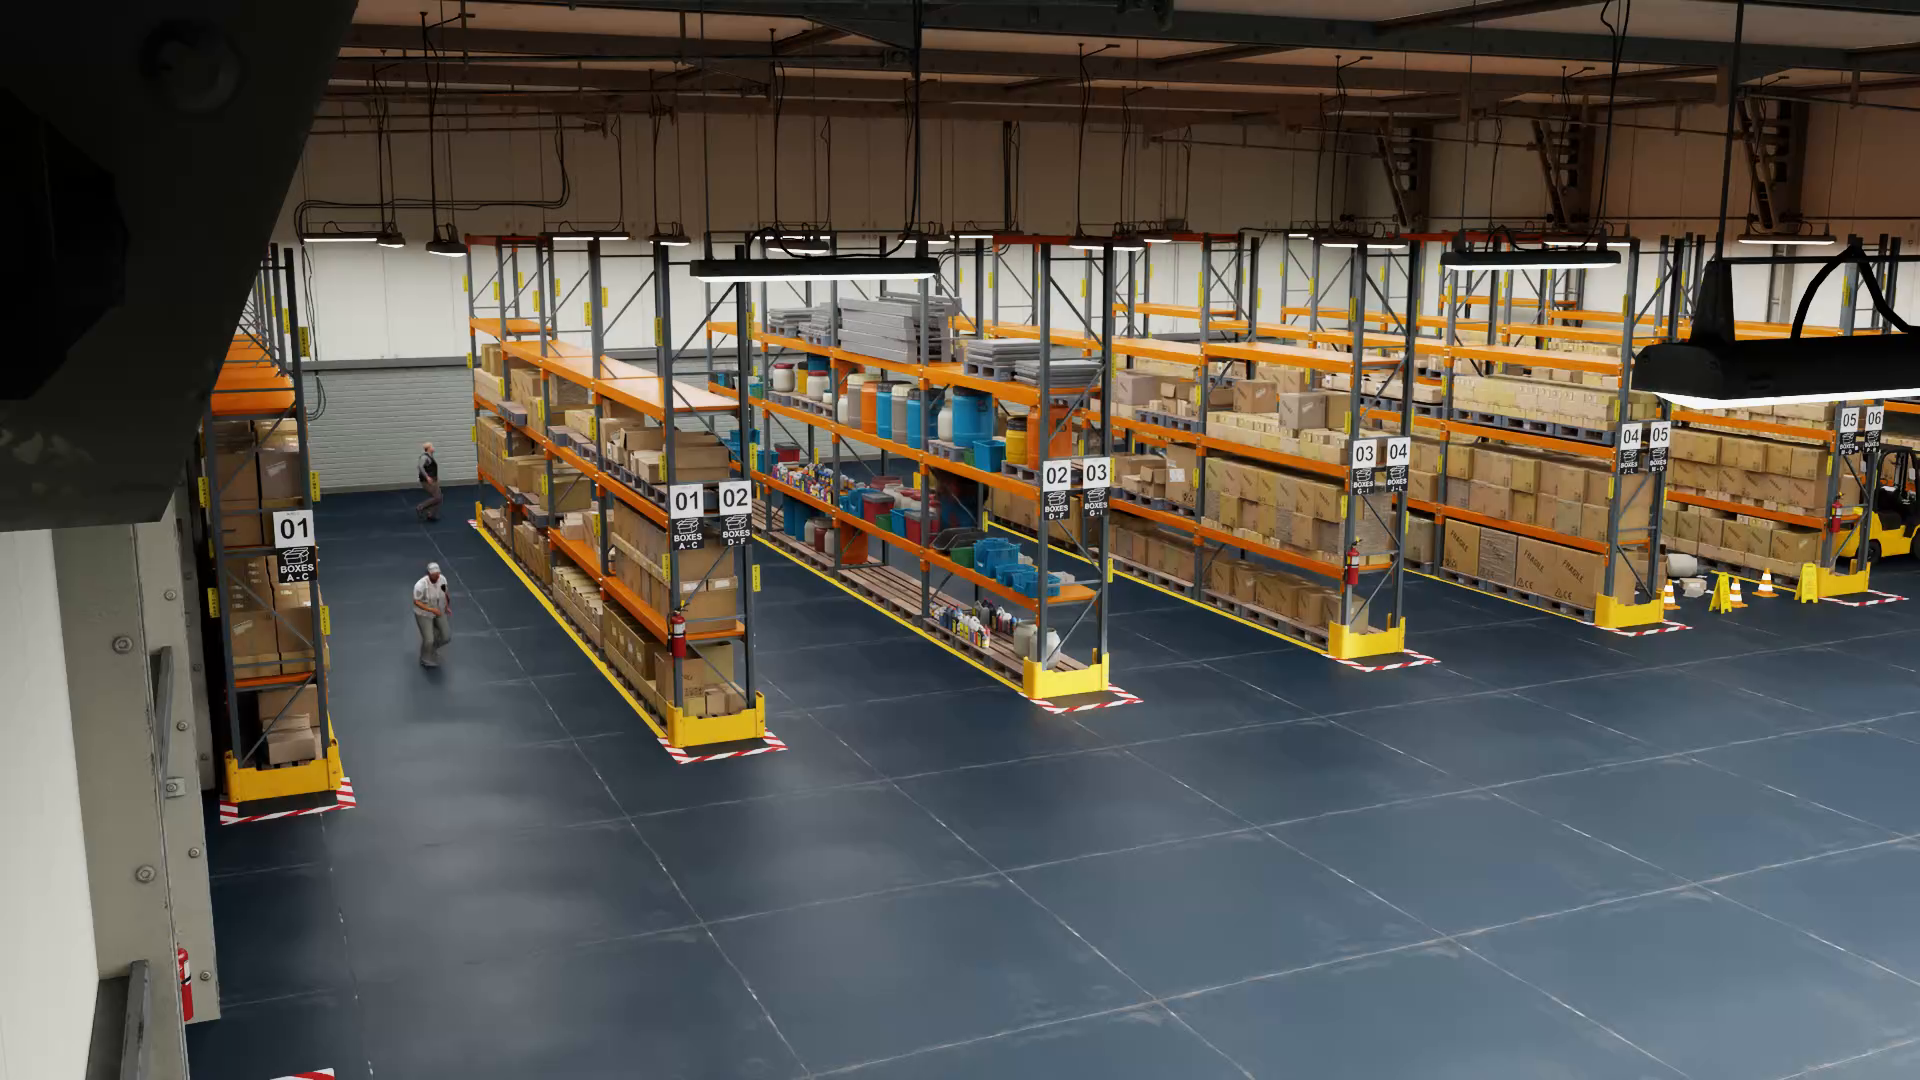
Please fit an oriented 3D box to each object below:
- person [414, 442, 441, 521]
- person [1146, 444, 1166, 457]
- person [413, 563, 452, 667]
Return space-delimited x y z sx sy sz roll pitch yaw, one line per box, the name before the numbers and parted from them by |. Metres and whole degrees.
person | -11.277 -1.245 35.217 0.540 1.645 0.709 -2 11 -10
person | 4.829 -2.522 41.652 0.880 1.662 0.676 4 12 20
person | -7.521 1.052 23.671 0.722 1.554 0.592 10 15 41
